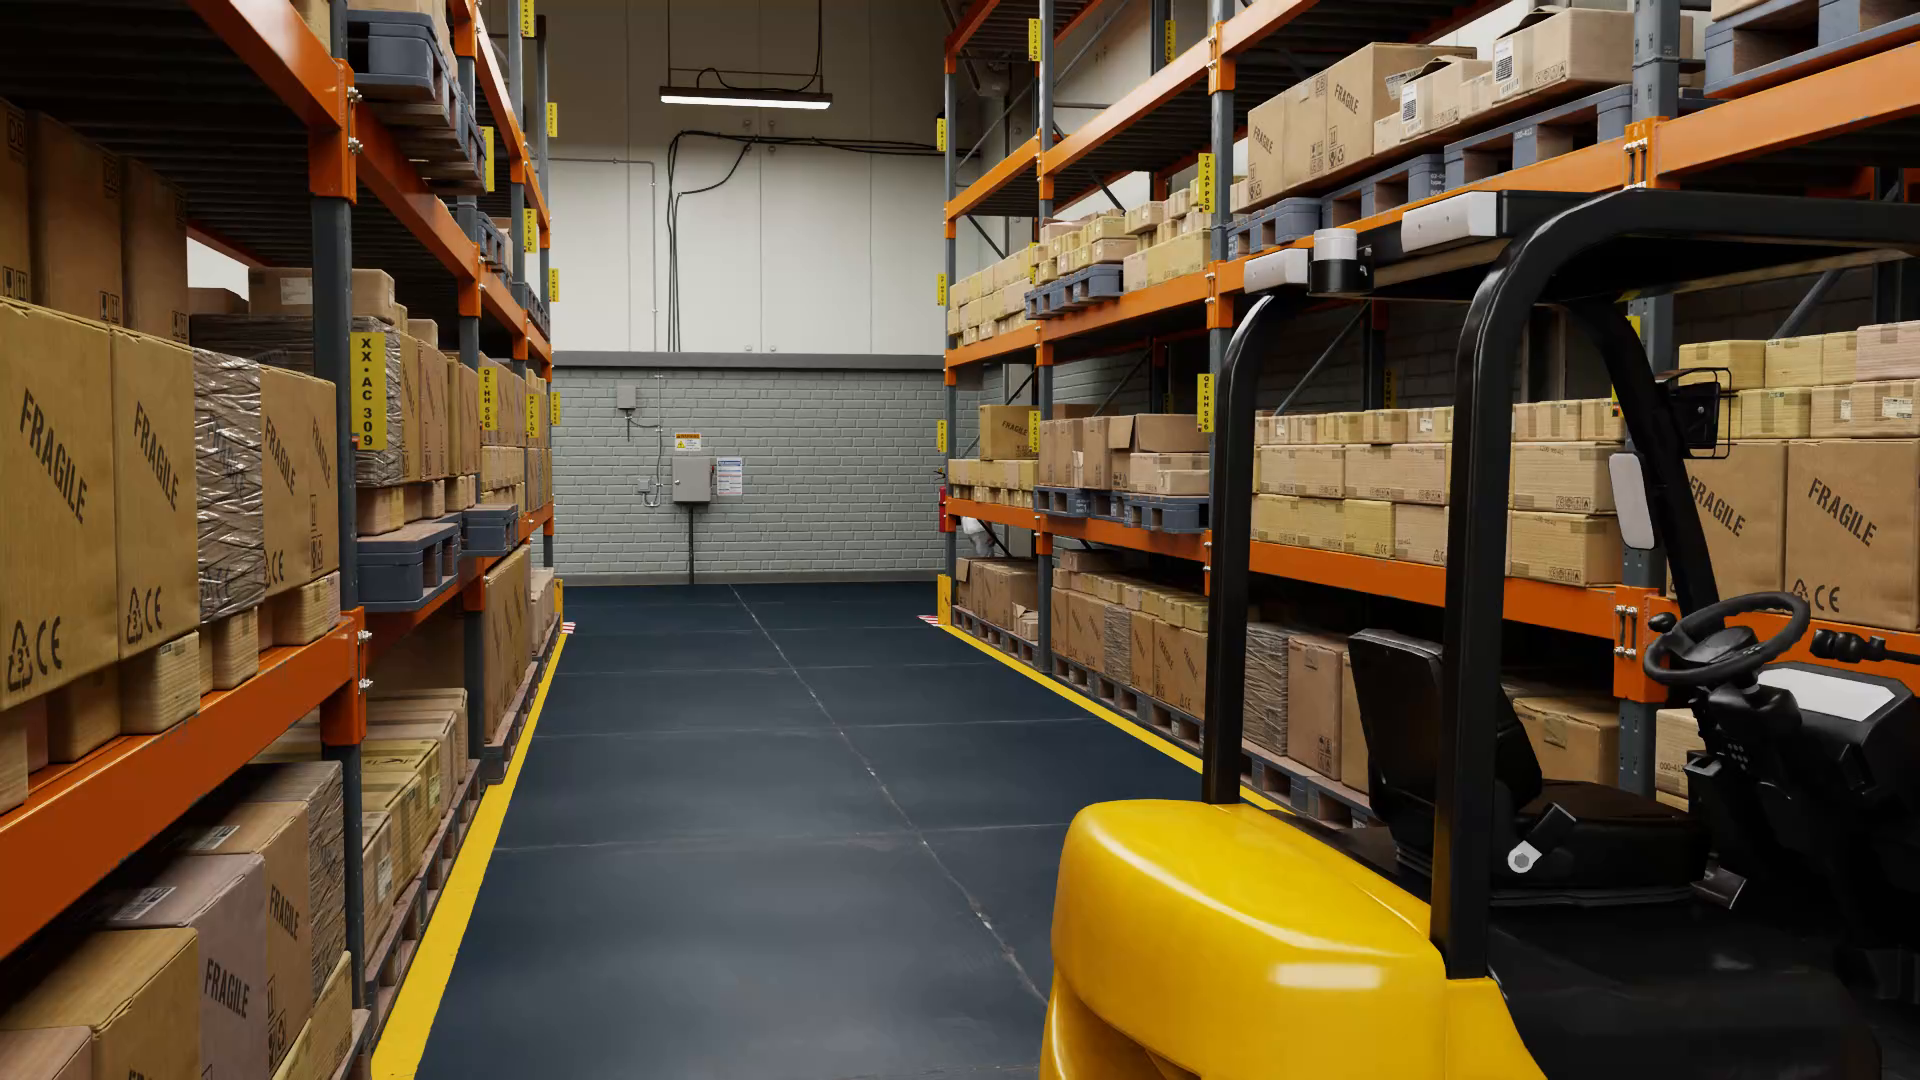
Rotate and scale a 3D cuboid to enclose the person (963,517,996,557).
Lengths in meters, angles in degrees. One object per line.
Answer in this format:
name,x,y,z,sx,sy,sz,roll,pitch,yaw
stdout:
person,0.274,-0.100,18.826,0.458,1.761,0.626,-1,3,-11
